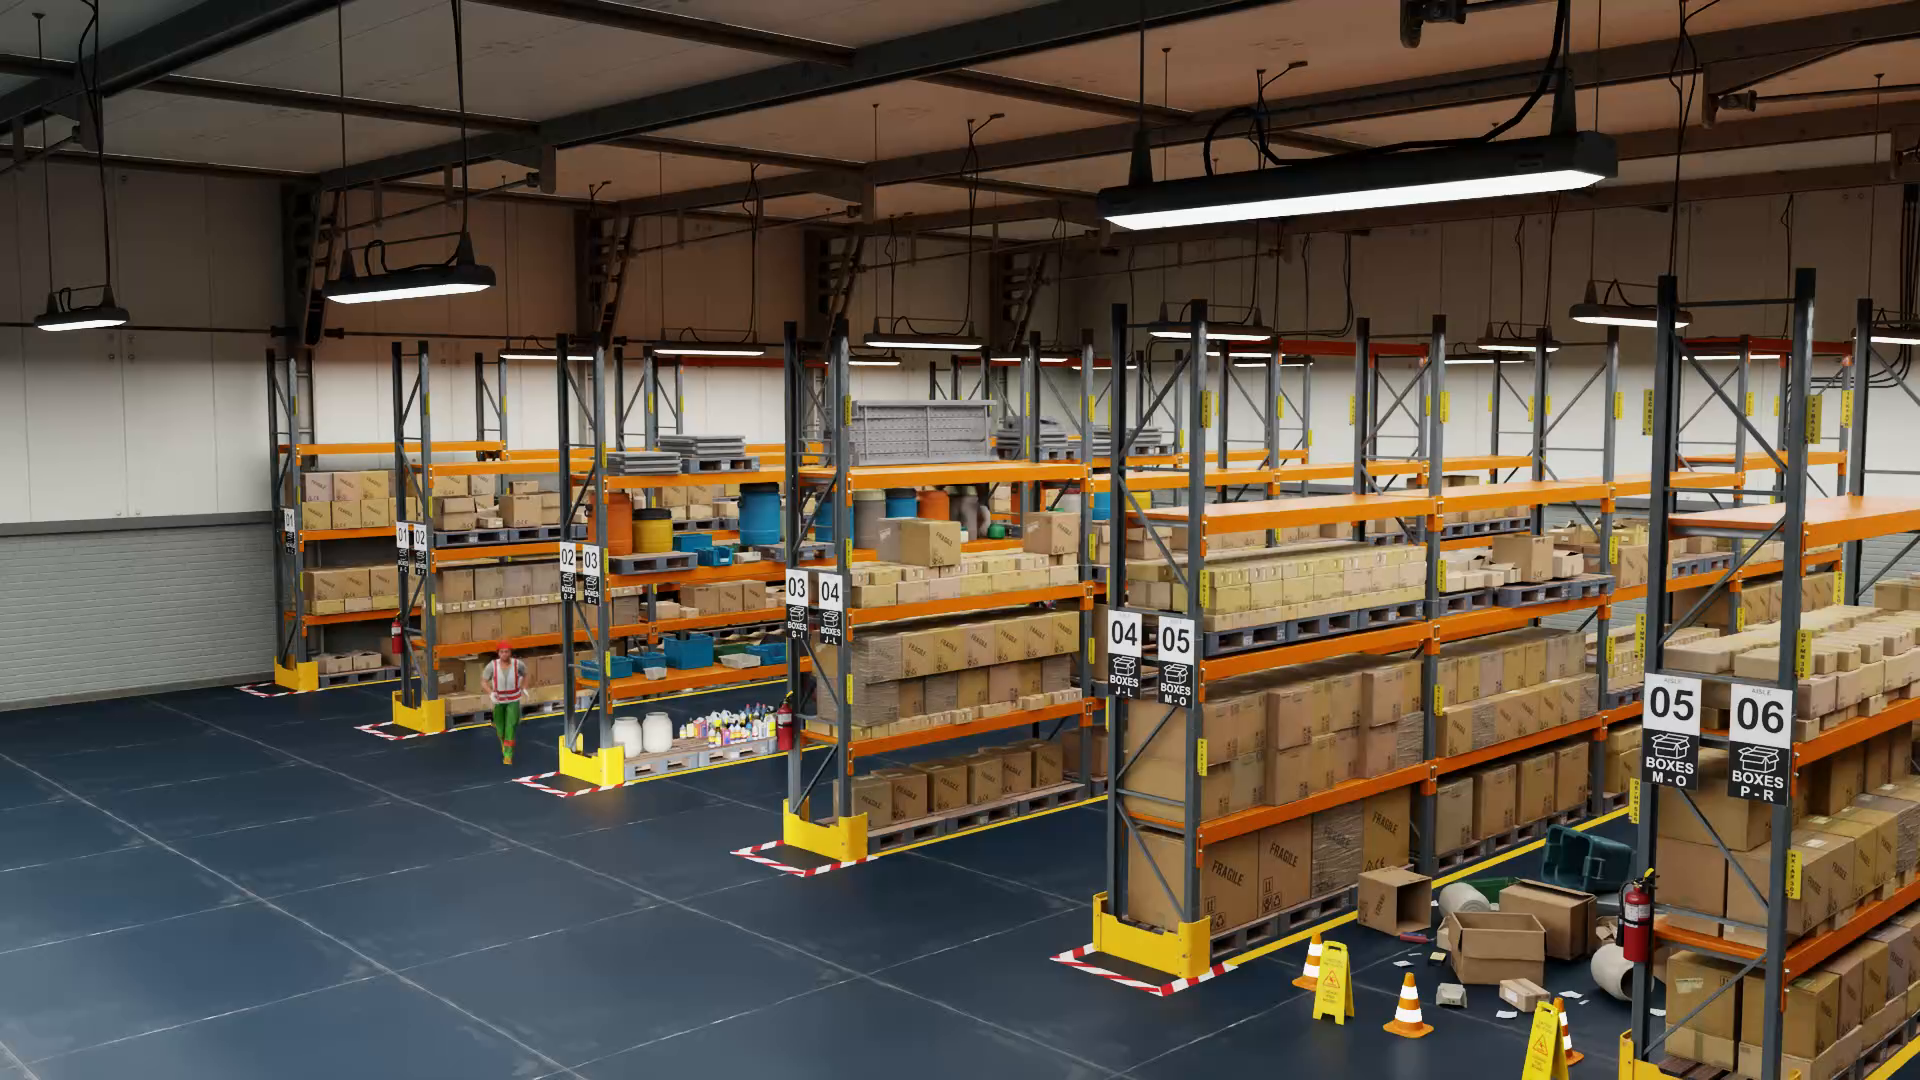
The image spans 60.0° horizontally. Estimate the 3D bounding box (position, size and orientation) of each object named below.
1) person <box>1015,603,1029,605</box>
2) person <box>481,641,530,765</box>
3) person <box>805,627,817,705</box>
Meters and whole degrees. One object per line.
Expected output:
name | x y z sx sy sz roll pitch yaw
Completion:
person | 1.105 1.536 32.537 0.554 1.633 0.898 4 6 37
person | -6.421 2.268 23.523 0.658 1.741 0.826 -1 5 -12
person | -2.447 2.039 26.558 0.612 1.657 0.673 2 5 18
